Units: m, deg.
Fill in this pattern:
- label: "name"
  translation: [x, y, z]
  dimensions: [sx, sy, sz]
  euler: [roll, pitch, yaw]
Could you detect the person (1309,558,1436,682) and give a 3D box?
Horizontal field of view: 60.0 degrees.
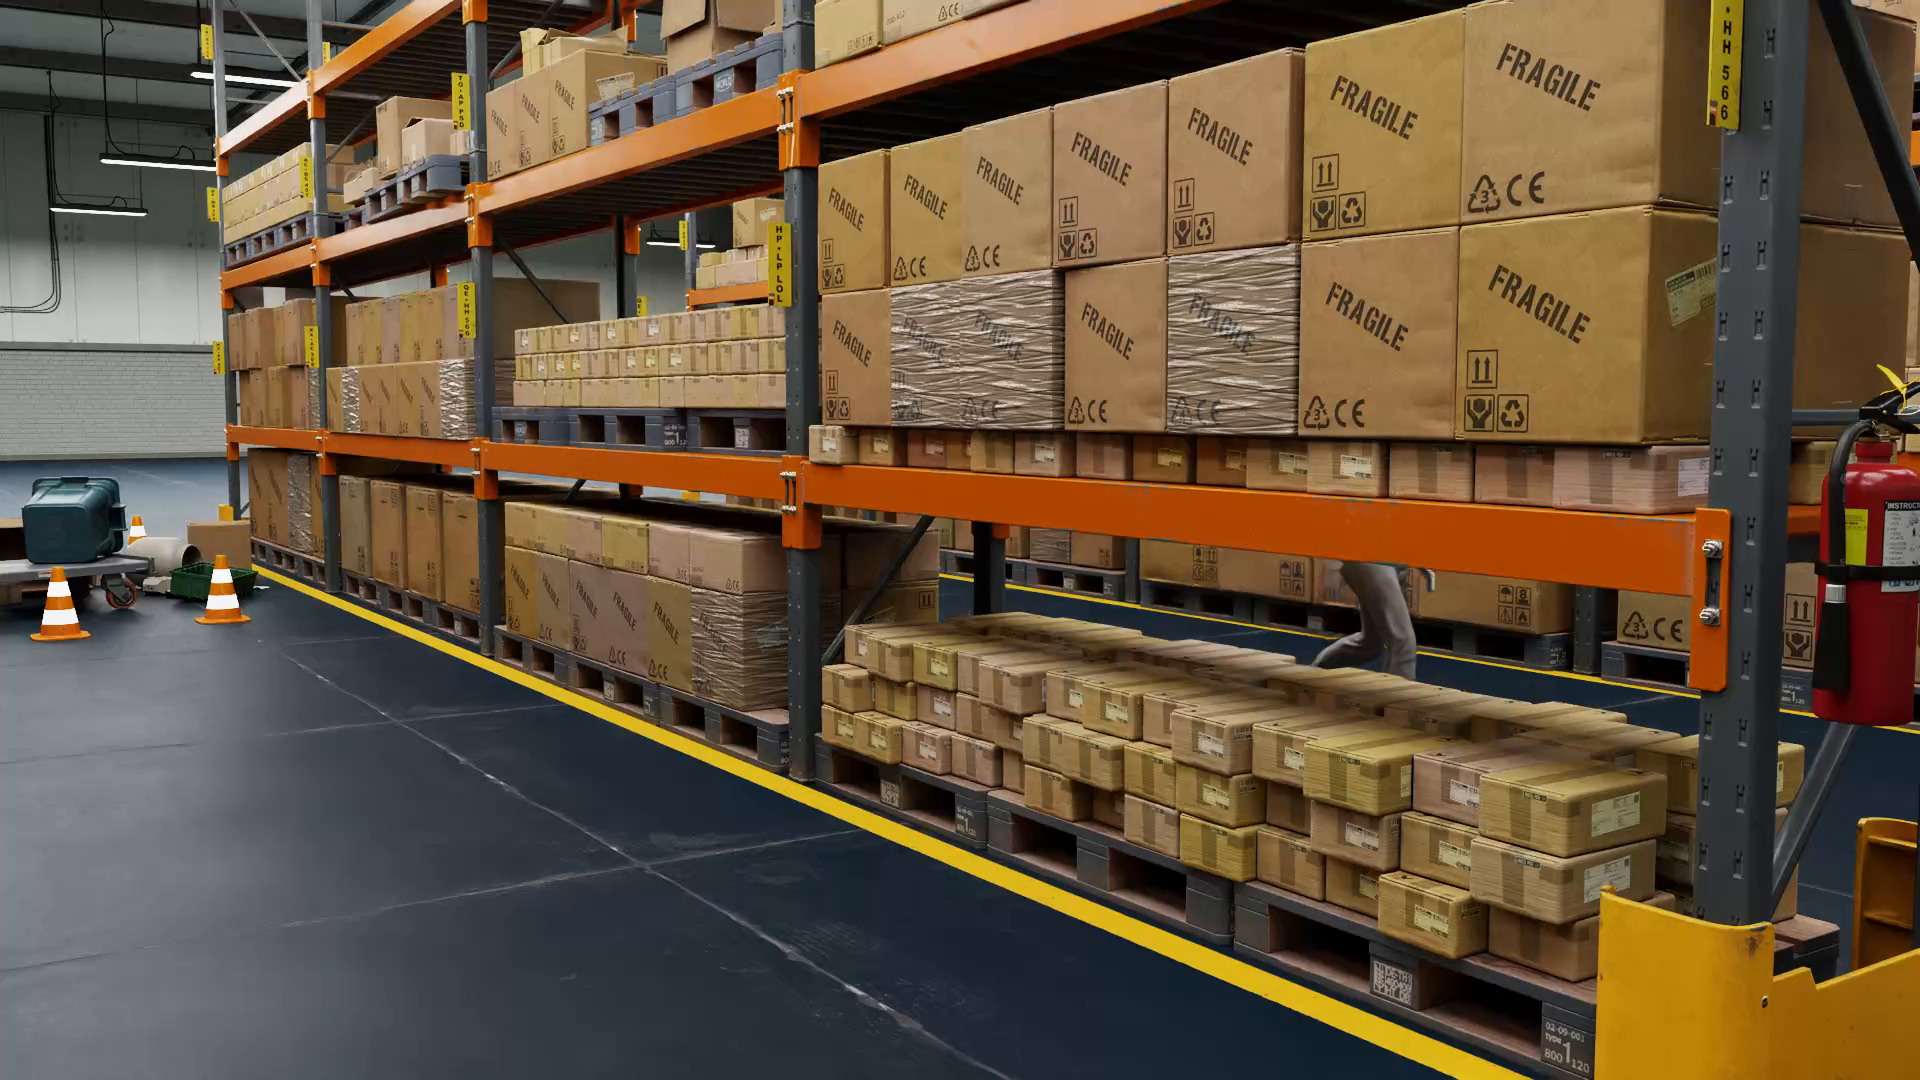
- label: "person"
  translation: [1.826, 0.076, 7.382]
  dimensions: [0.477, 1.645, 0.949]
  euler: [-4, 7, -43]
